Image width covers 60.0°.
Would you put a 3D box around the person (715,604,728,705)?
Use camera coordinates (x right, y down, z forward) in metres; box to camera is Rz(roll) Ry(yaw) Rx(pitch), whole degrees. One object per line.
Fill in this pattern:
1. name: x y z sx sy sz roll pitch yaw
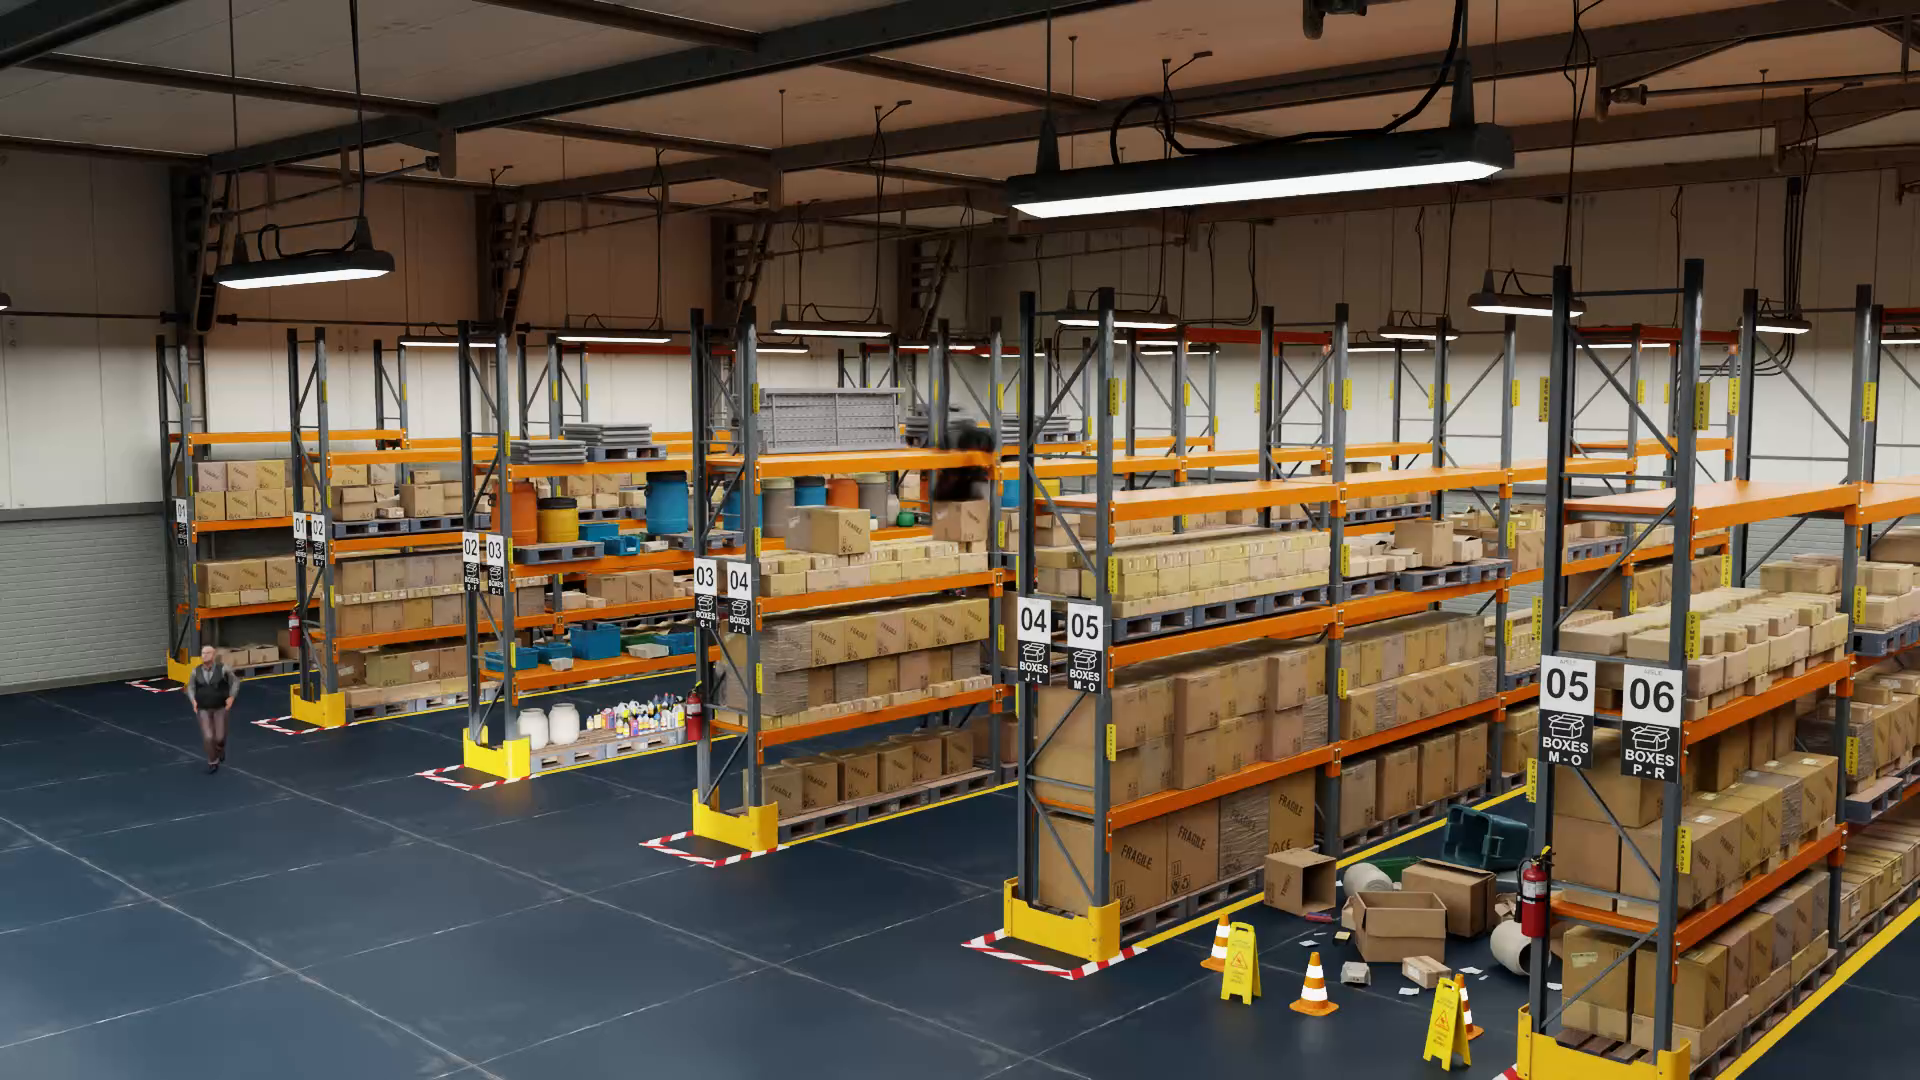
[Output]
1. person: -3.817 1.764 26.995 0.640 1.852 0.795 5 8 45

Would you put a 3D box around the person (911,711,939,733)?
1. person: -0.432 1.908 23.291 0.546 1.591 0.739 4 7 39

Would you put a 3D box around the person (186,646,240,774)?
1. person: -9.970 2.252 22.190 0.663 1.689 0.538 -1 6 -15
